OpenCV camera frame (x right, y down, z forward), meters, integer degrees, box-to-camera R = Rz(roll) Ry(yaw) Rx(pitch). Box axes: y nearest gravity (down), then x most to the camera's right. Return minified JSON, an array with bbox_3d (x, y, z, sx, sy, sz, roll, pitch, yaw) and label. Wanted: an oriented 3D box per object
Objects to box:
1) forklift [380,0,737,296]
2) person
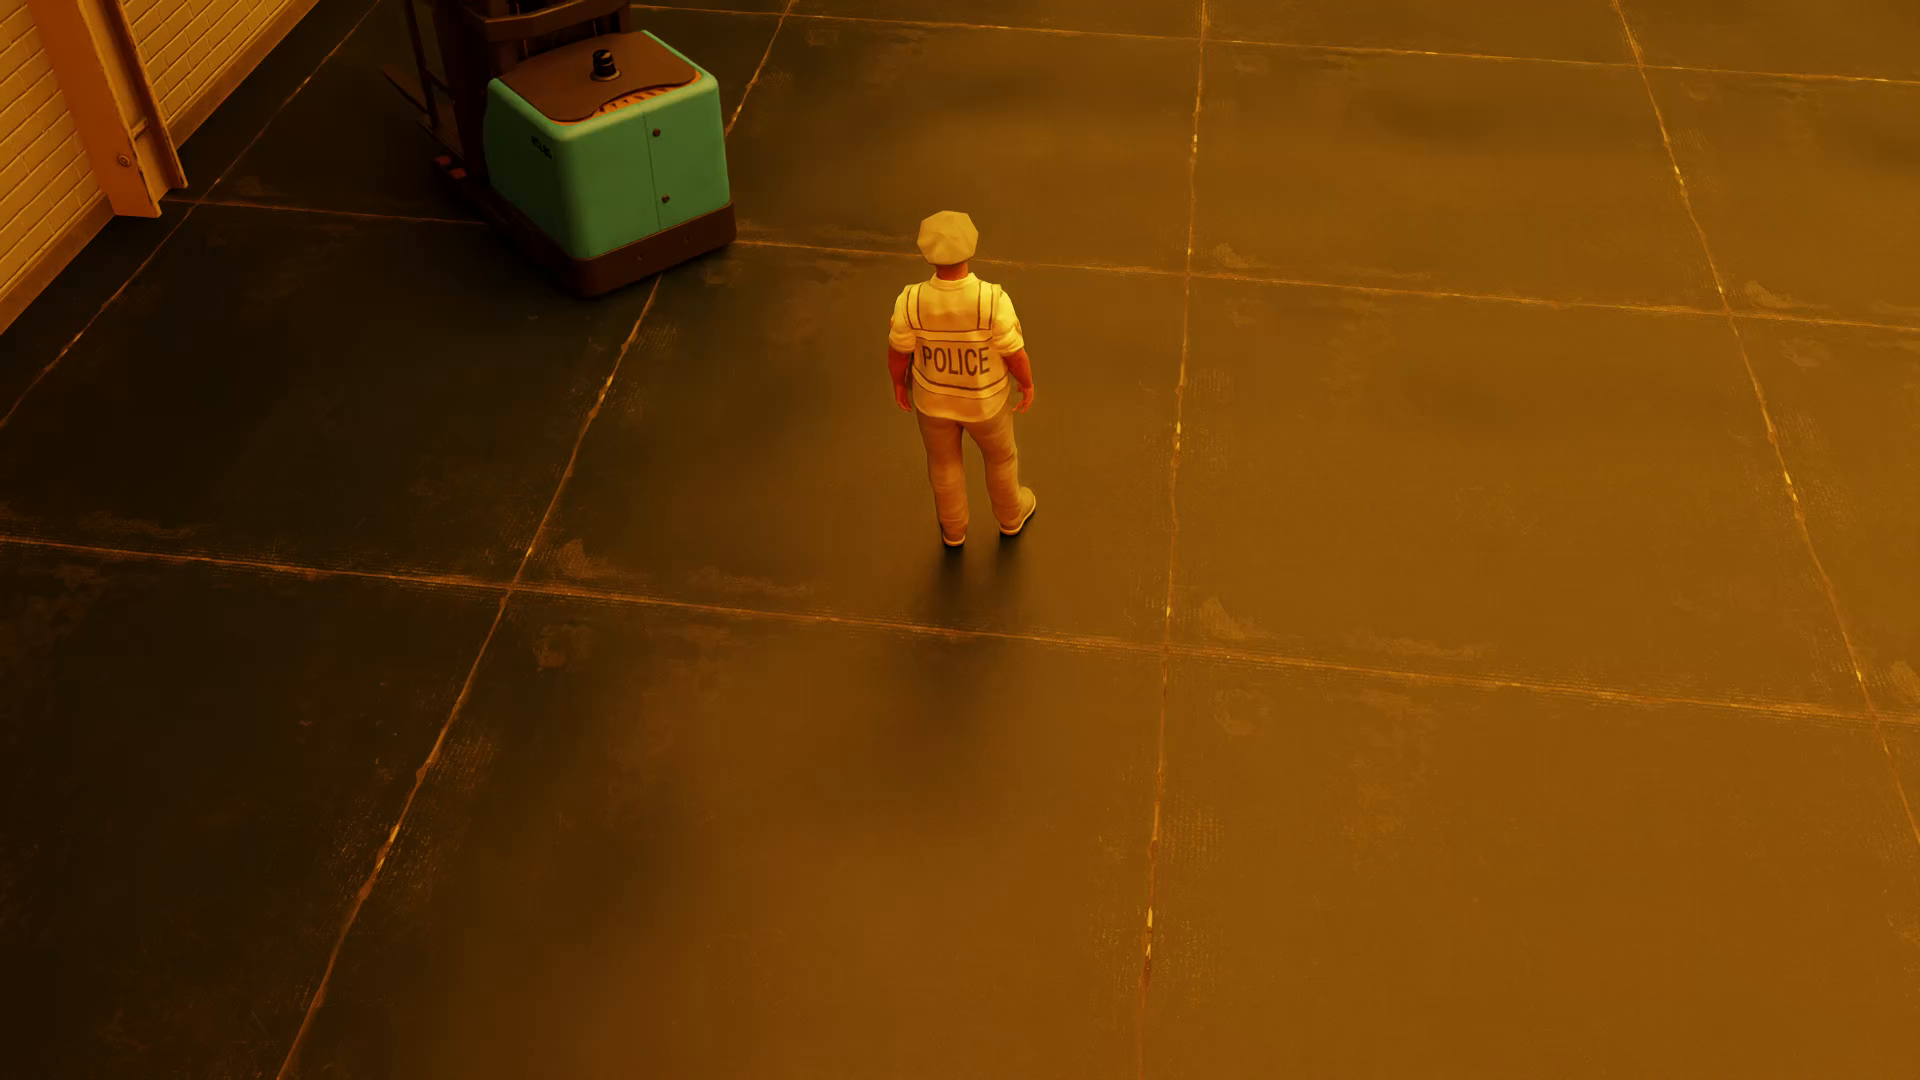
[{"bbox_3d":[-2.616,-3.374,9.397,1.130,2.935,3.031,-28,50,-27],"label":"forklift"},{"bbox_3d":[0.022,-0.713,7.339,0.640,1.781,0.575,5,43,6],"label":"person"}]
